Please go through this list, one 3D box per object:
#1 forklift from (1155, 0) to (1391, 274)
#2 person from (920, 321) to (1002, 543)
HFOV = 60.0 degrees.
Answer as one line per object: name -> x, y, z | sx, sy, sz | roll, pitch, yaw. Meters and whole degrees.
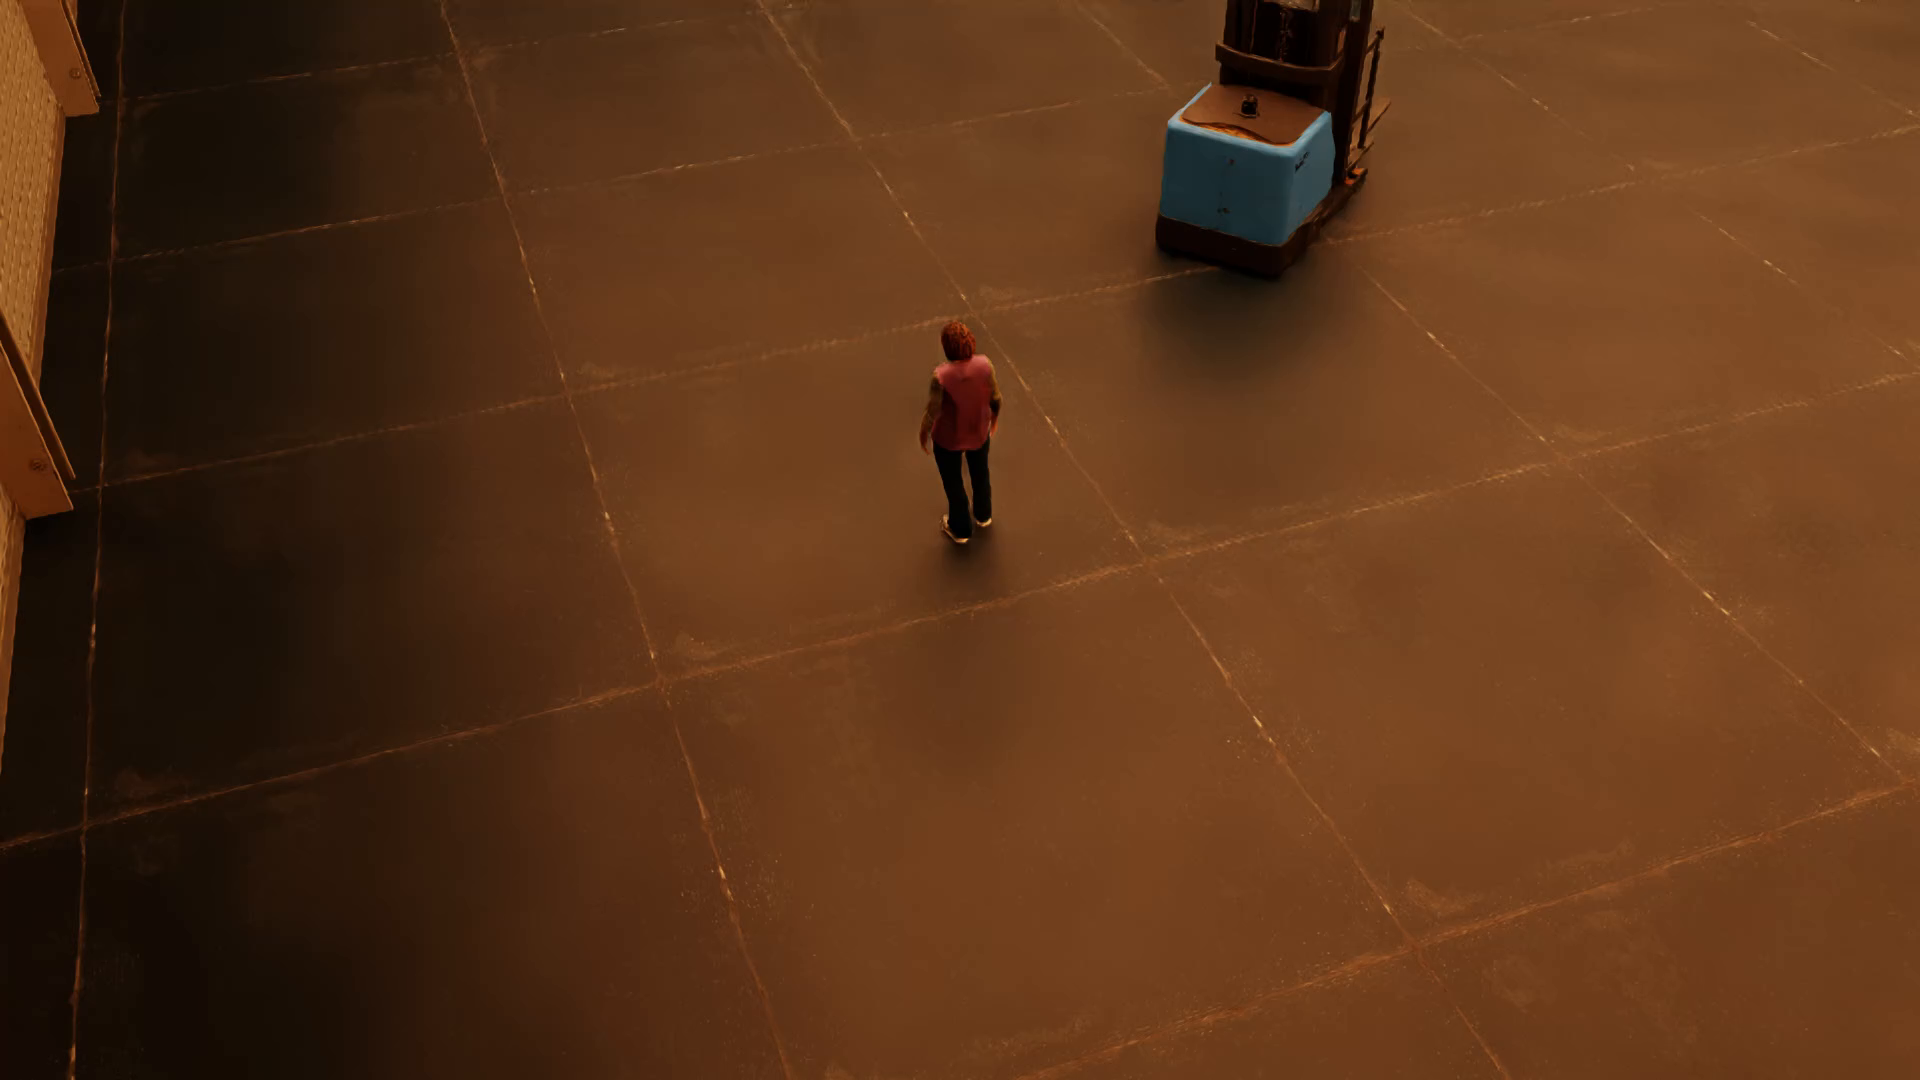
forklift -> 2.702, -4.061, 12.833 | 1.130, 2.935, 3.031 | 21, 44, 23
person -> -0.012, -0.659, 9.819 | 0.520, 1.583, 0.474 | -13, 42, -15
